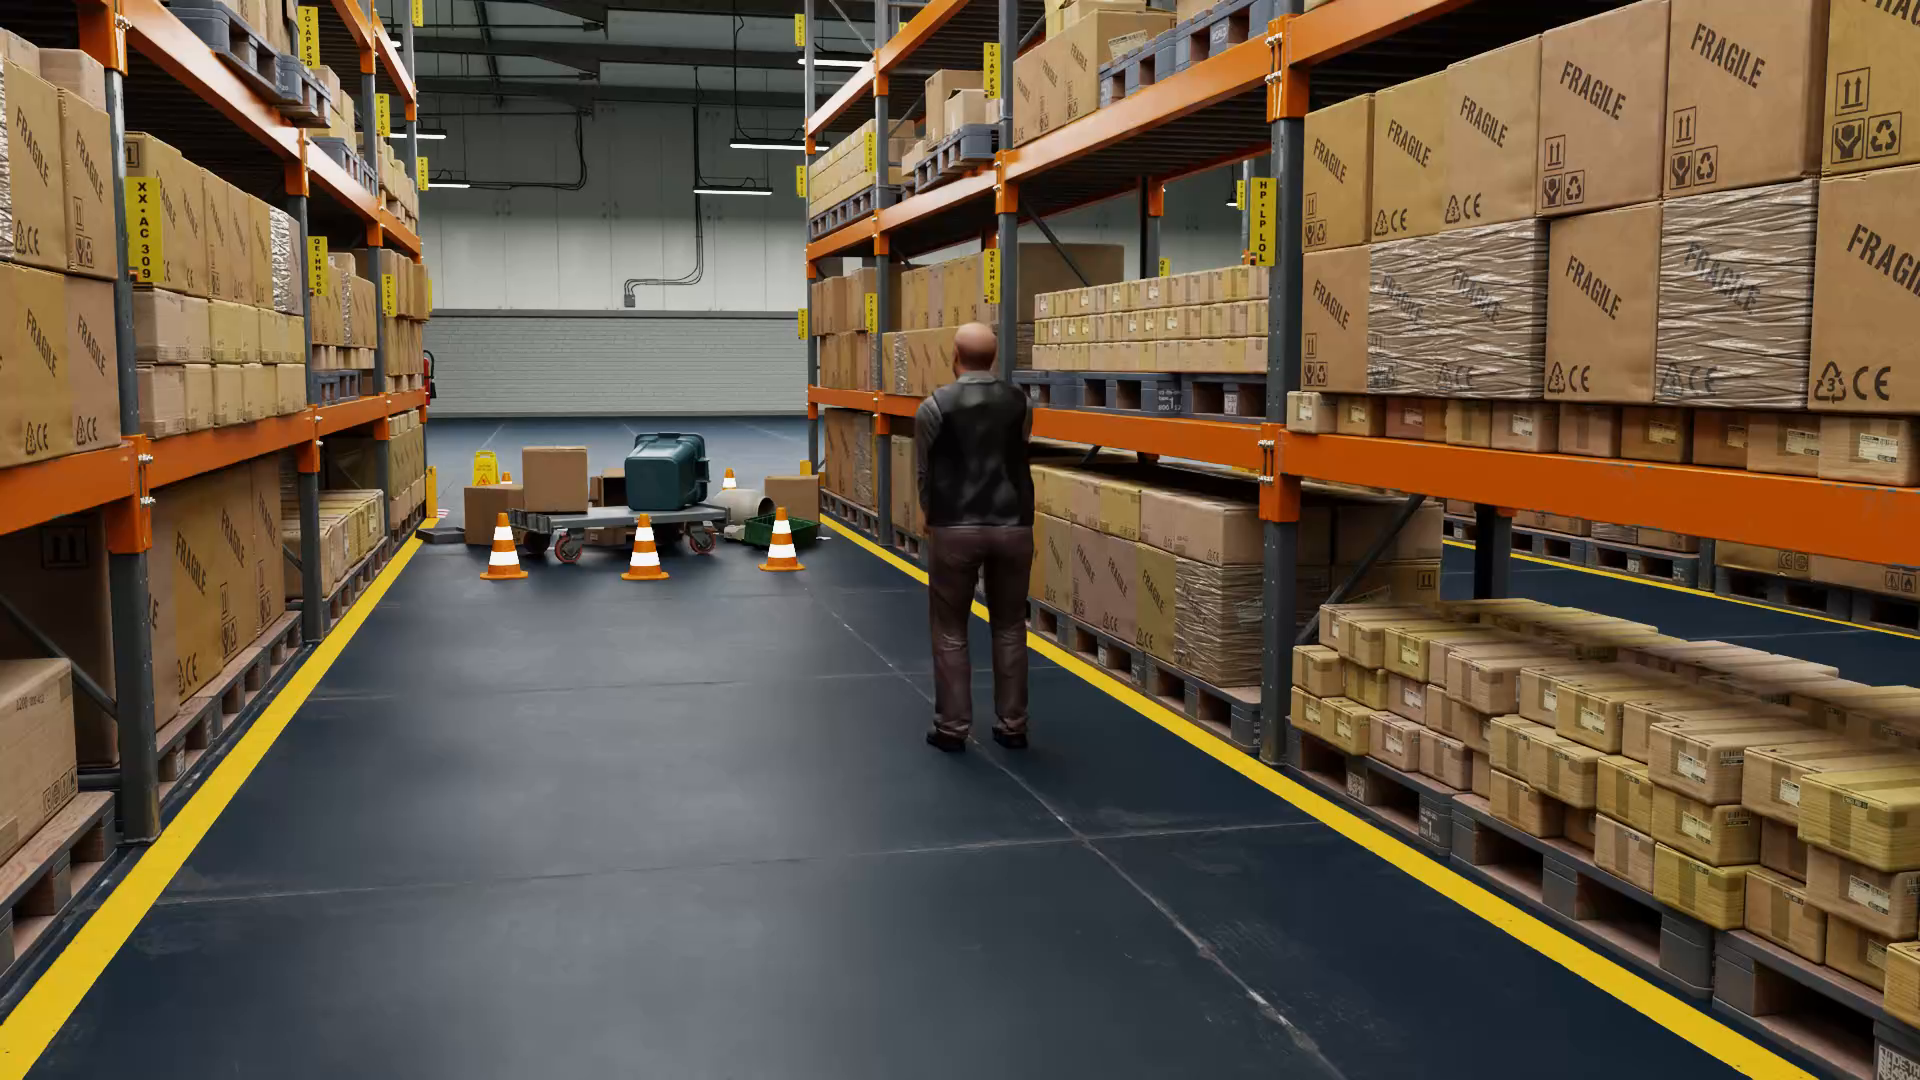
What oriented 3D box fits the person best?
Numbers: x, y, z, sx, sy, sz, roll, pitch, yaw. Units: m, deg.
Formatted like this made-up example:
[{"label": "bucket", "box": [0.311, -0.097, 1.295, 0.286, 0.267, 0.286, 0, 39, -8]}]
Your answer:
[{"label": "person", "box": [0.043, -0.021, 6.794, 0.494, 1.720, 0.559, -2, 6, -15]}]
